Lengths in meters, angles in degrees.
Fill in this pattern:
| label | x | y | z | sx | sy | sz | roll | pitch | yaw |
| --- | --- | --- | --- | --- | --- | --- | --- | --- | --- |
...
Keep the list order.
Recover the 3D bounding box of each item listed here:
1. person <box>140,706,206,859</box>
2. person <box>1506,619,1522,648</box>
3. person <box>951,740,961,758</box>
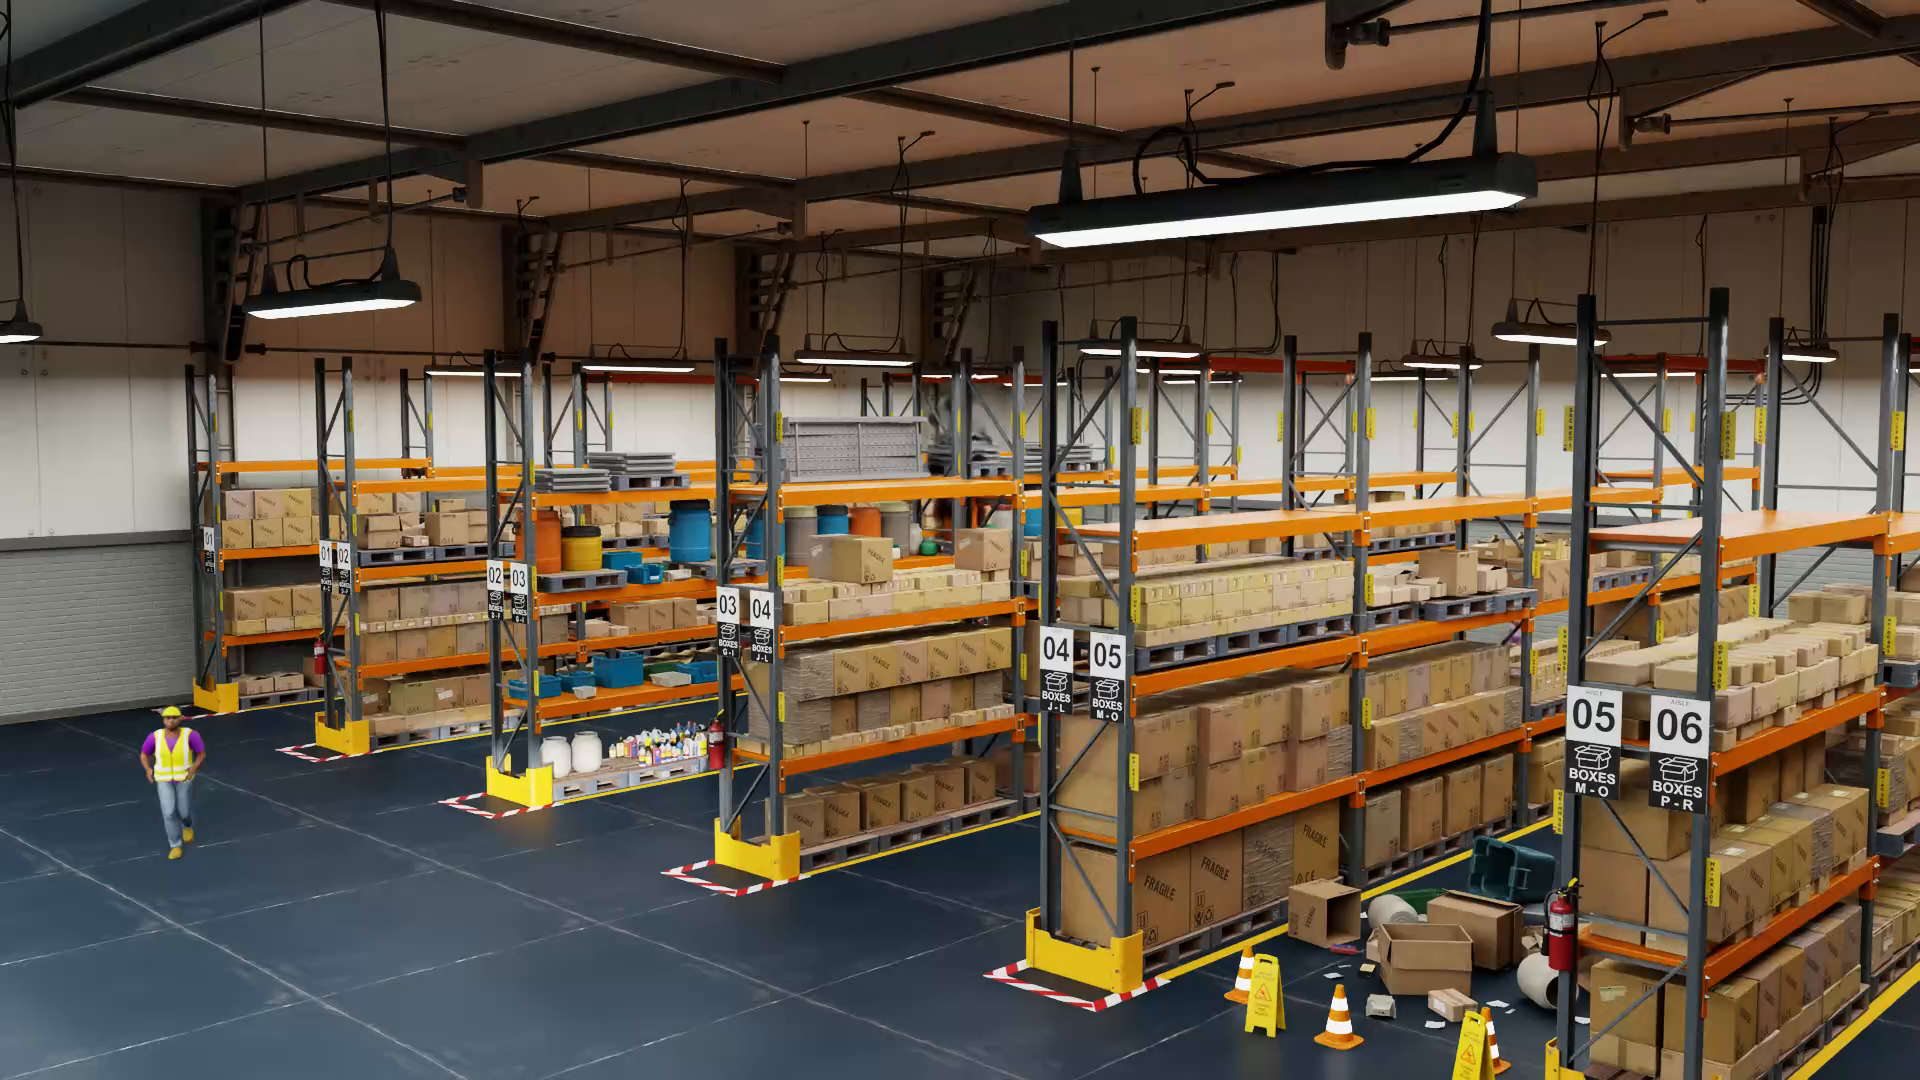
| label | x | y | z | sx | sy | sz | roll | pitch | yaw |
| --- | --- | --- | --- | --- | --- | --- | --- | --- | --- |
| person | -9.213 | 2.805 | 19.482 | 0.708 | 1.746 | 0.714 | -2 | 5 | -20 |
| person | 10.031 | 2.082 | 29.852 | 0.509 | 1.575 | 0.668 | 0 | 4 | 0 |
| person | -0.018 | 2.412 | 24.438 | 0.653 | 1.752 | 0.898 | 3 | 5 | 30 |
